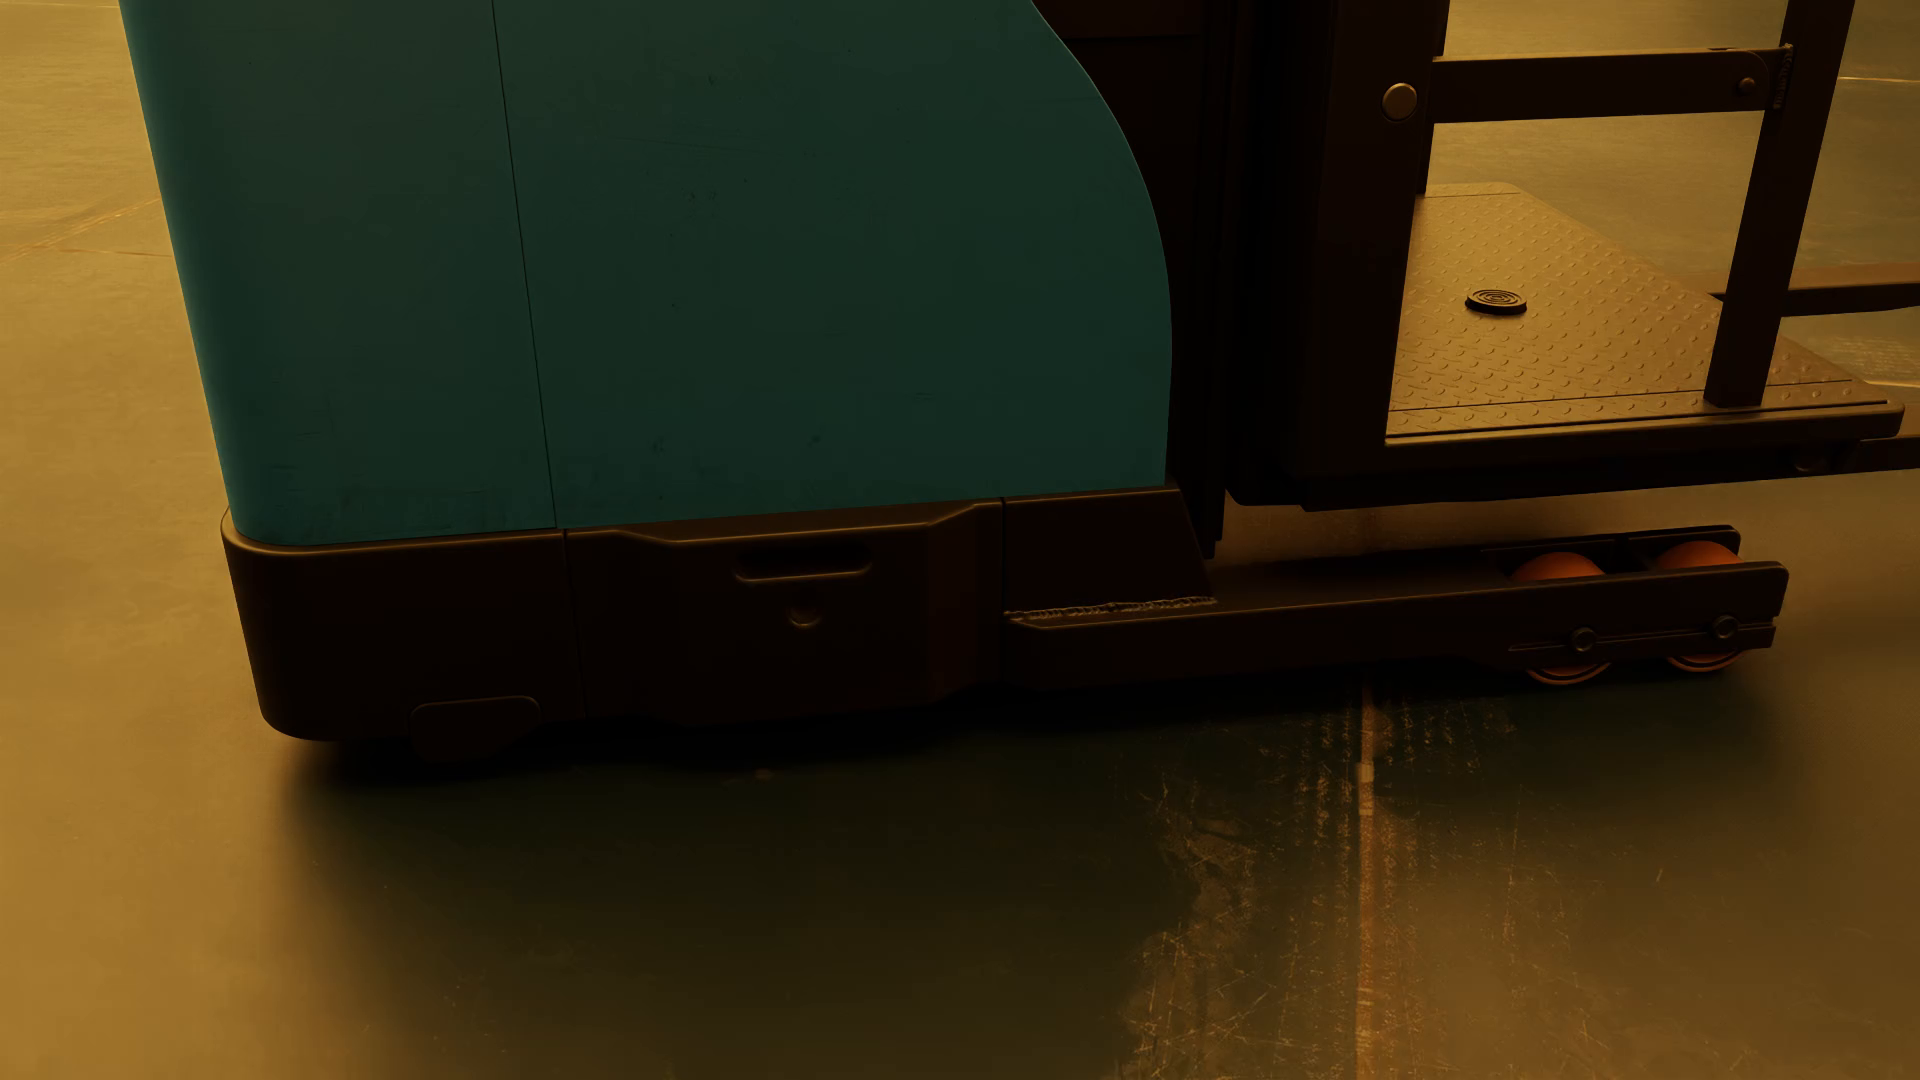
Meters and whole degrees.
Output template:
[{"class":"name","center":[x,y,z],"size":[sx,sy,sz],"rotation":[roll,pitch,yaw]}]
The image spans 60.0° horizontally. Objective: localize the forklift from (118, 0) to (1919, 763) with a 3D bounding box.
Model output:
[{"class":"forklift","center":[0.600,-1.354,1.930],"size":[3.031,2.935,1.130],"rotation":[-4,27,-9]}]
